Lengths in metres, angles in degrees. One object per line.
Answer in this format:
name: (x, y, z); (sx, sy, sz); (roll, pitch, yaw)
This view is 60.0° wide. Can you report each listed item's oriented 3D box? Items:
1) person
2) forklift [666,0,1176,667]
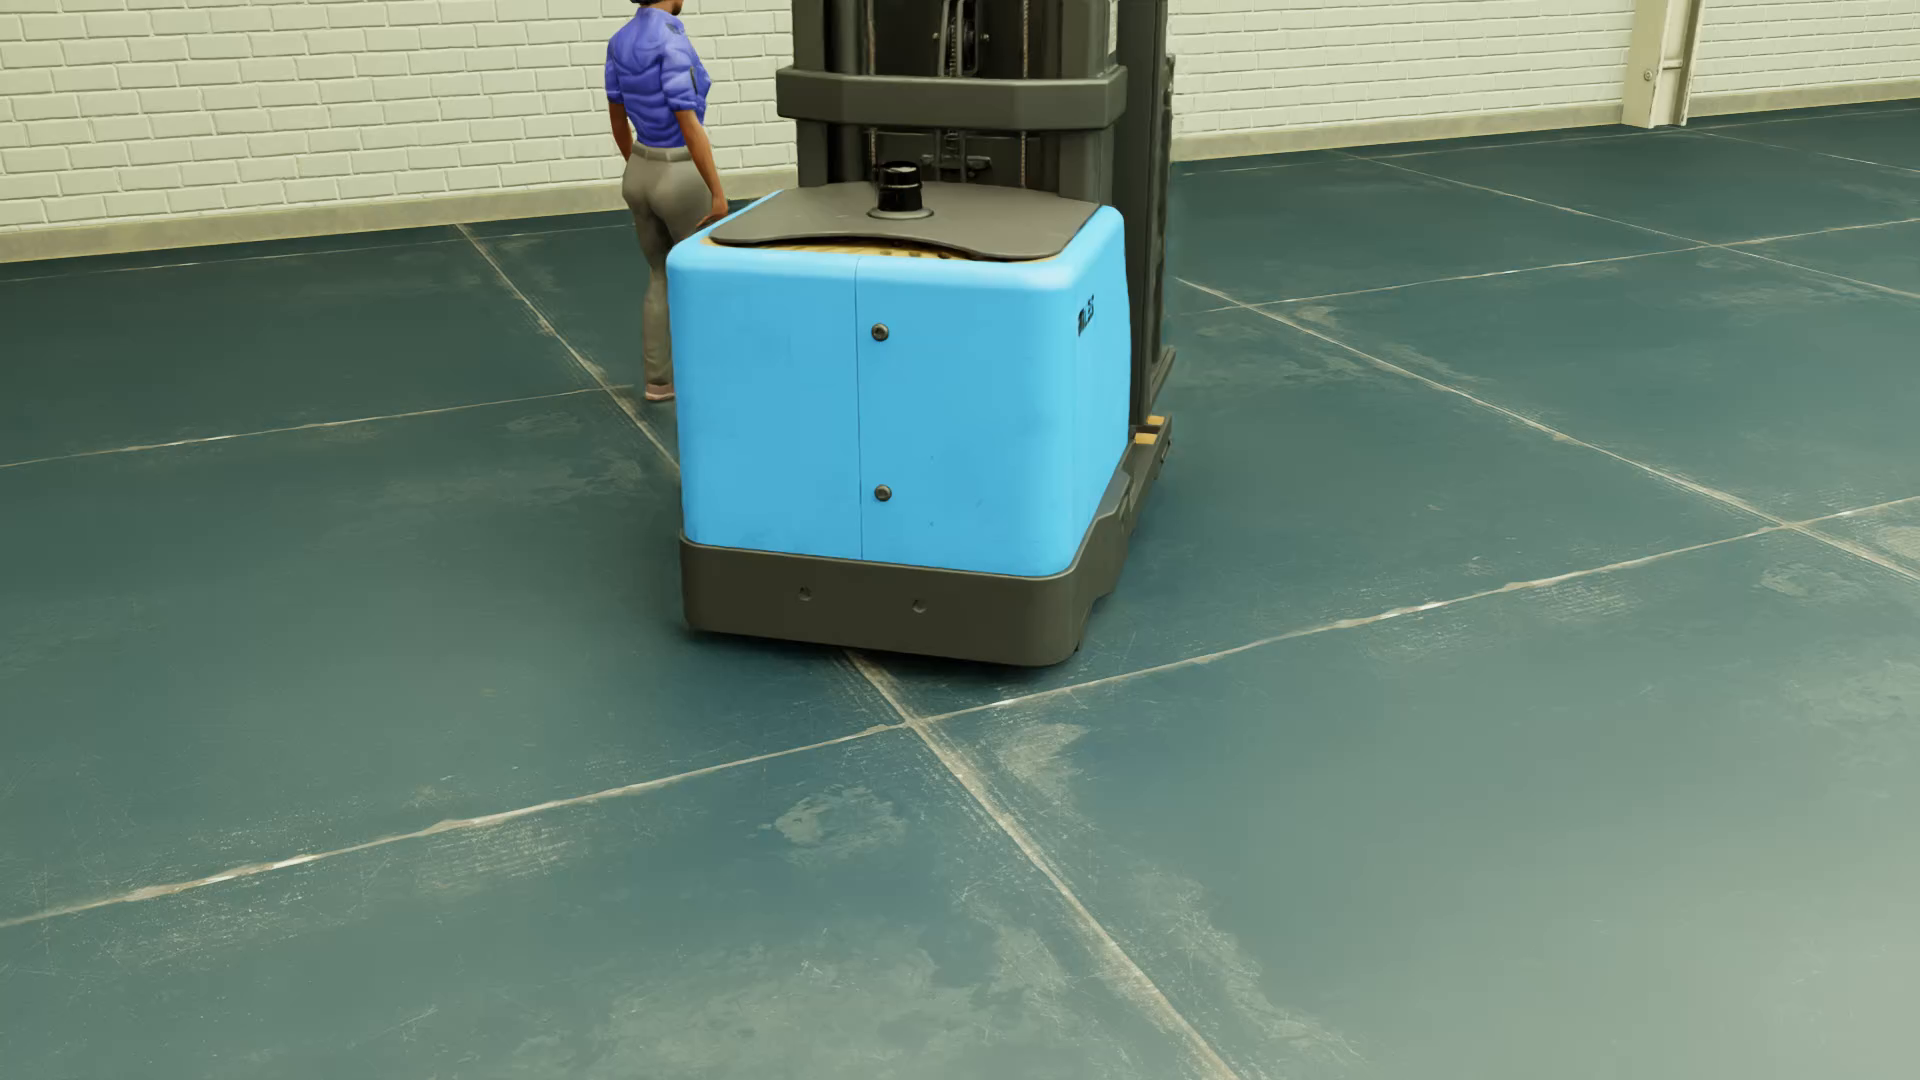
person: (-1.015, -1.287, 6.052); (0.592, 1.654, 0.393); (20, 30, 40)
forklift: (0.115, -1.573, 5.074); (1.130, 2.935, 3.031); (5, 23, 13)
